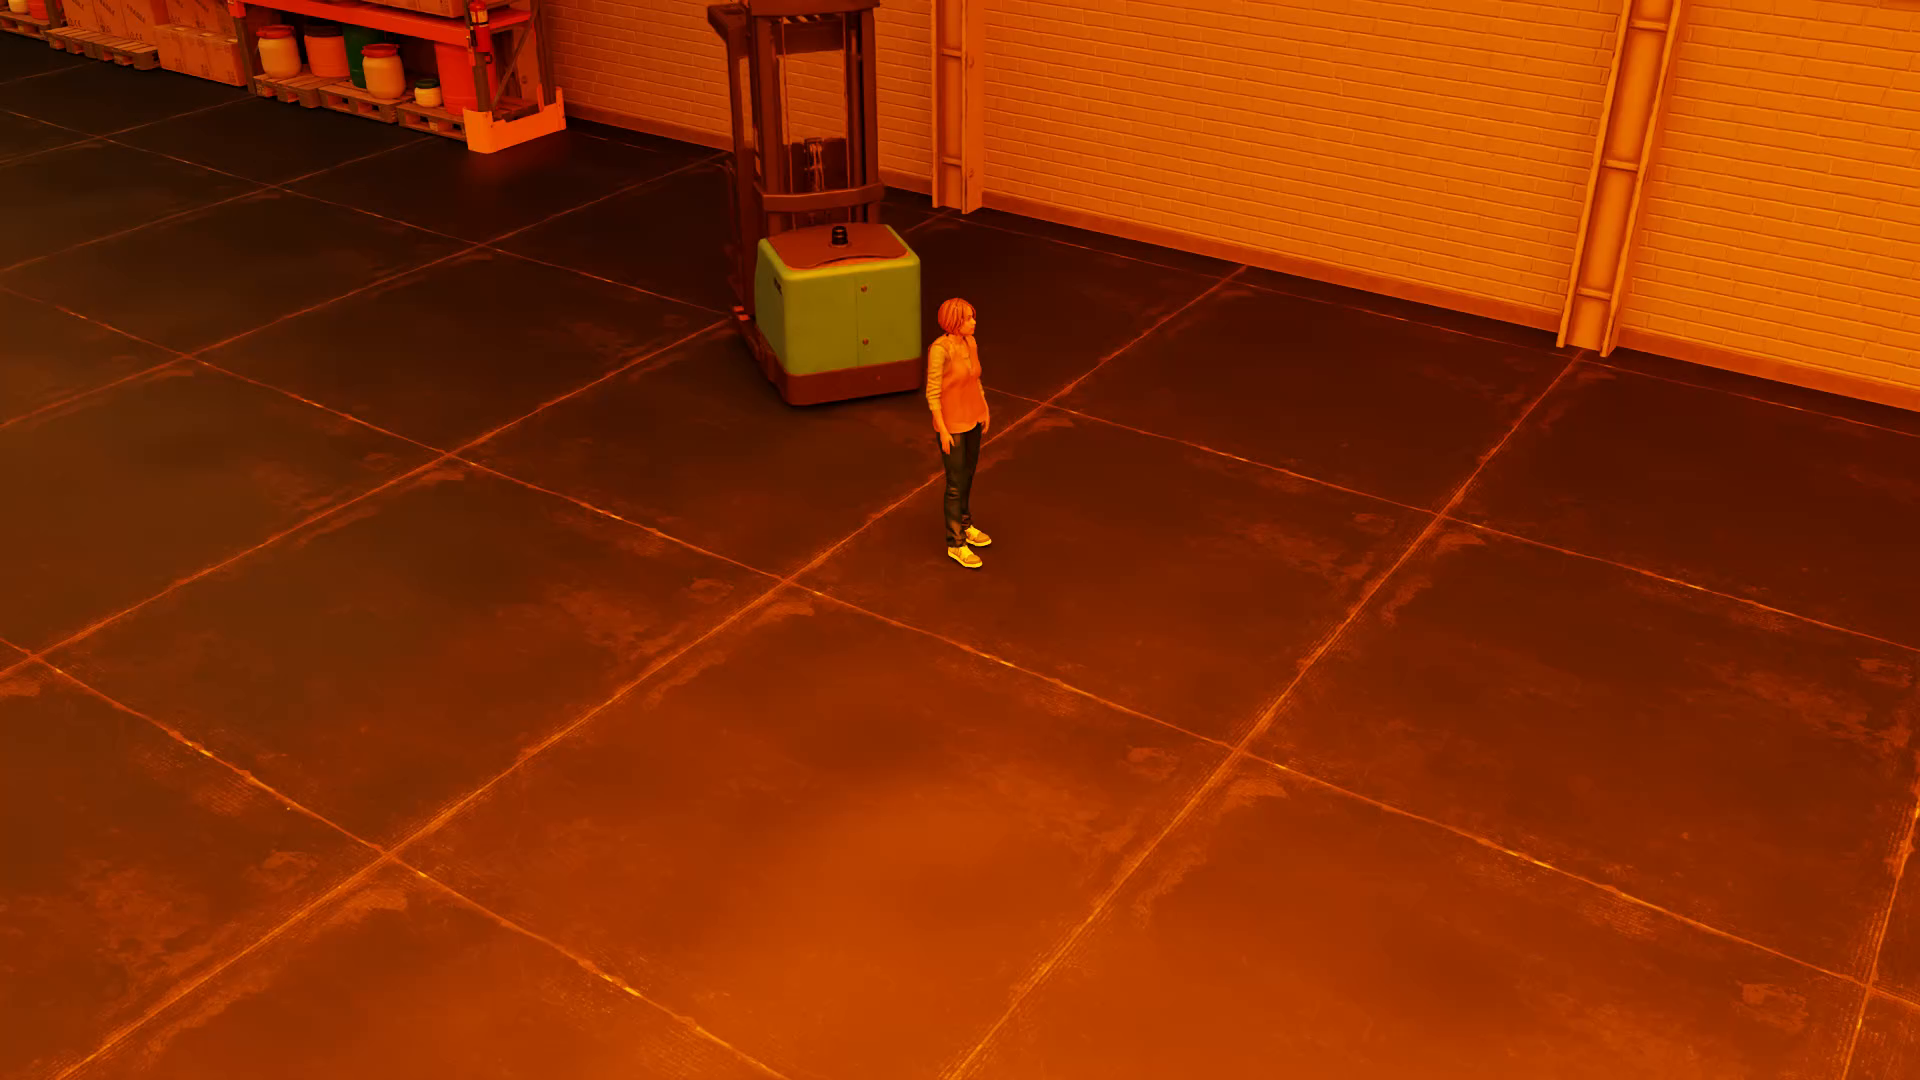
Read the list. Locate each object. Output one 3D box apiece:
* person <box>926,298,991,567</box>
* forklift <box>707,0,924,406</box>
[{"bbox_3d":[0.053,-0.670,10.049,0.475,1.598,0.519,19,35,29],"label":"person"},{"bbox_3d":[-1.232,-2.964,12.686,1.130,2.935,3.031,-10,32,-17],"label":"forklift"}]
